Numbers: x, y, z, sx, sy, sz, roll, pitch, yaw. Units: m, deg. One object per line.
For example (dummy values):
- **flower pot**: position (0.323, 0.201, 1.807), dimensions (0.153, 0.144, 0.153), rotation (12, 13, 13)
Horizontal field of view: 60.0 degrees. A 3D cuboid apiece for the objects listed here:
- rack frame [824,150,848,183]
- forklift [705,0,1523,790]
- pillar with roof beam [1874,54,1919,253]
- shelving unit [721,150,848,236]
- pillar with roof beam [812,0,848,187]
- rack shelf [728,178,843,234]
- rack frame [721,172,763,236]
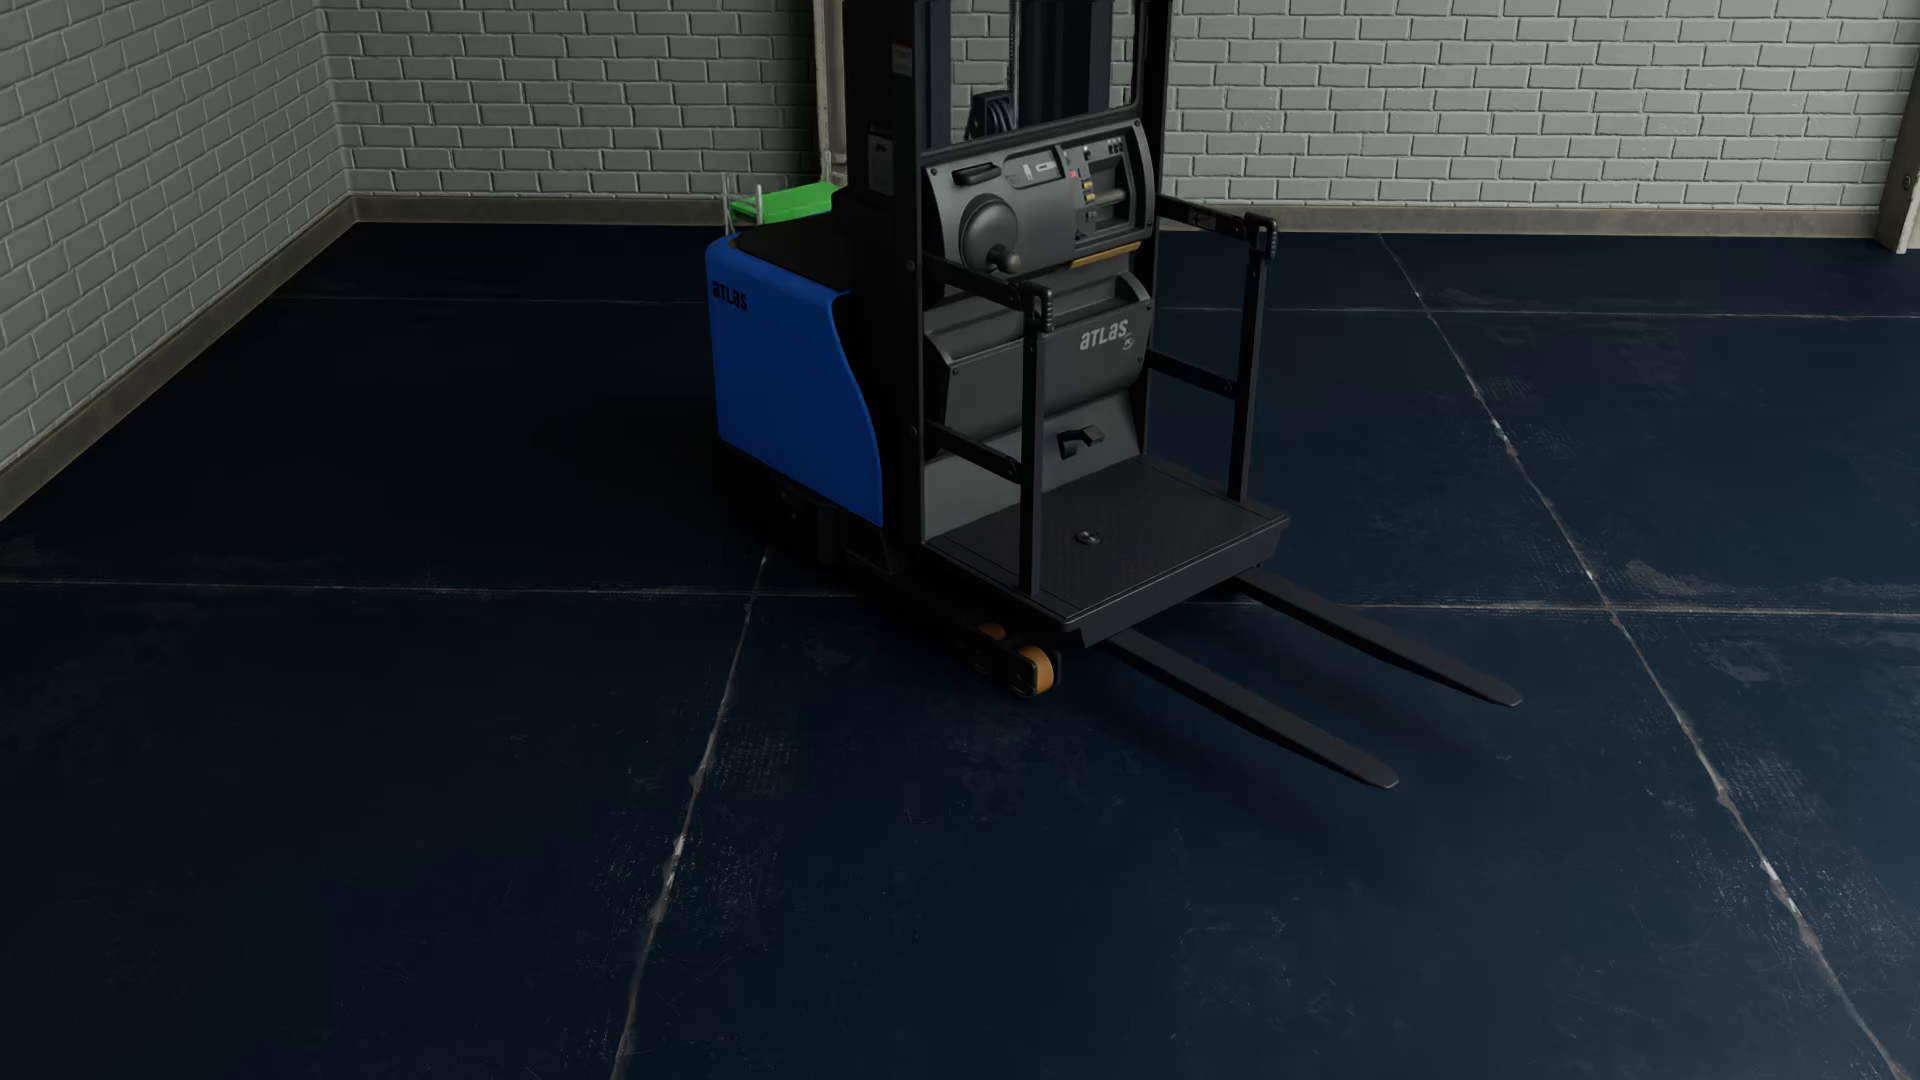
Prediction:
- **rack frame**: position (-0.455, -0.976, 6.810), dimensions (0.015, 1.200, 0.240), rotation (-22, 35, -36)
- **forklift**: position (0.410, -1.060, 5.121), dimensions (1.130, 2.935, 3.031), rotation (-22, 35, -36)
- **pillar with roof beam**: position (5.263, -3.627, 3.484), dimensions (0.400, 9.000, 9.100), rotation (1, 28, 2)
- **shelving unit**: position (-0.639, -0.901, 6.668), dimensions (0.503, 1.200, 0.258), rotation (-22, 35, -36)
- **pillar with roof beam**: position (-0.733, -3.726, 3.671), dimensions (0.400, 9.000, 9.100), rotation (1, 28, 2)
- **rack shelf**: position (-0.639, -1.269, 6.474), dimensions (0.480, 0.148, 0.258), rotation (-22, 35, -36)
- **rack frame**: position (-0.822, -0.826, 6.526), dimensions (0.015, 1.200, 0.240), rotation (-22, 35, -36)
